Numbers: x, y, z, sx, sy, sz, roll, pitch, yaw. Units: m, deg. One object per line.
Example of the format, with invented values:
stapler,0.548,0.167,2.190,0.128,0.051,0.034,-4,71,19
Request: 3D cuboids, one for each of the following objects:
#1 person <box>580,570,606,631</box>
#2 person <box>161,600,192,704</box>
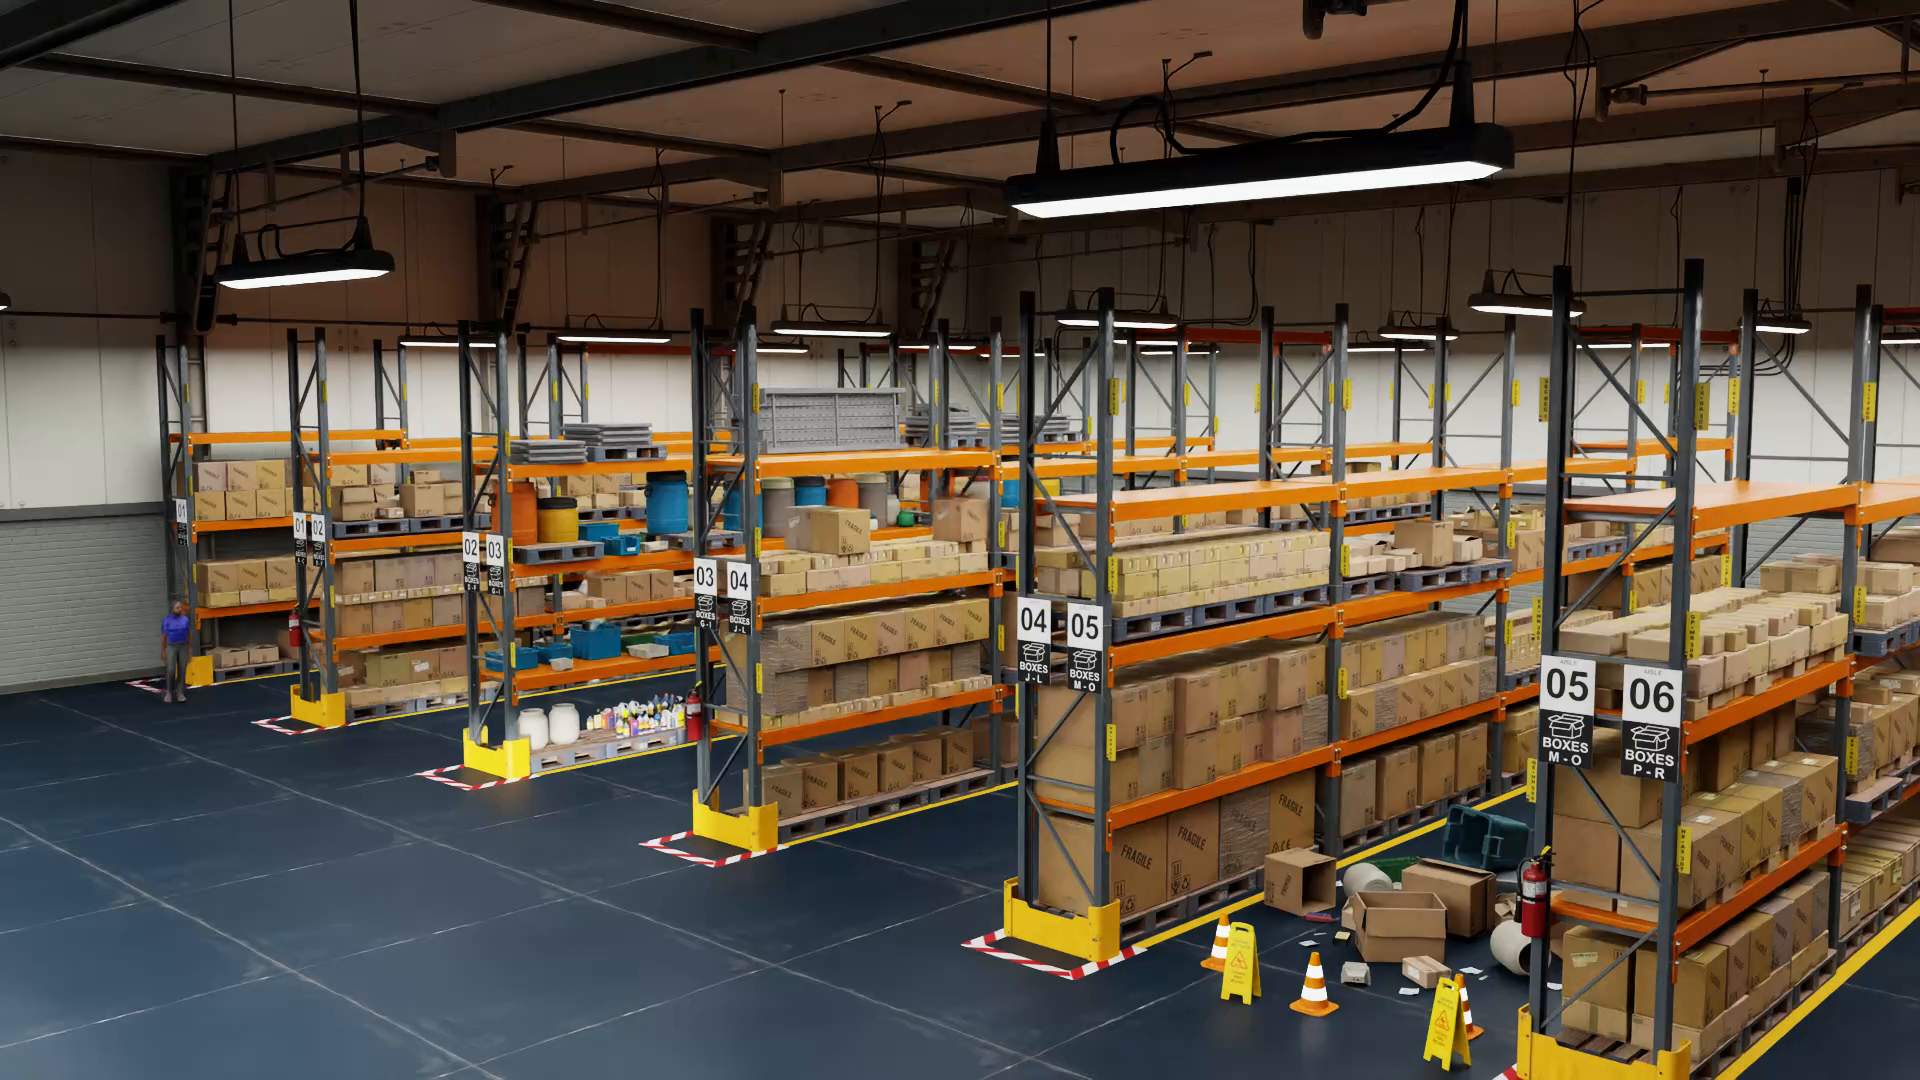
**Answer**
person,-6.927,1.342,31.854,0.686,1.679,0.624,4,7,38
person,-12.677,1.807,26.934,0.408,1.674,0.481,5,7,43
